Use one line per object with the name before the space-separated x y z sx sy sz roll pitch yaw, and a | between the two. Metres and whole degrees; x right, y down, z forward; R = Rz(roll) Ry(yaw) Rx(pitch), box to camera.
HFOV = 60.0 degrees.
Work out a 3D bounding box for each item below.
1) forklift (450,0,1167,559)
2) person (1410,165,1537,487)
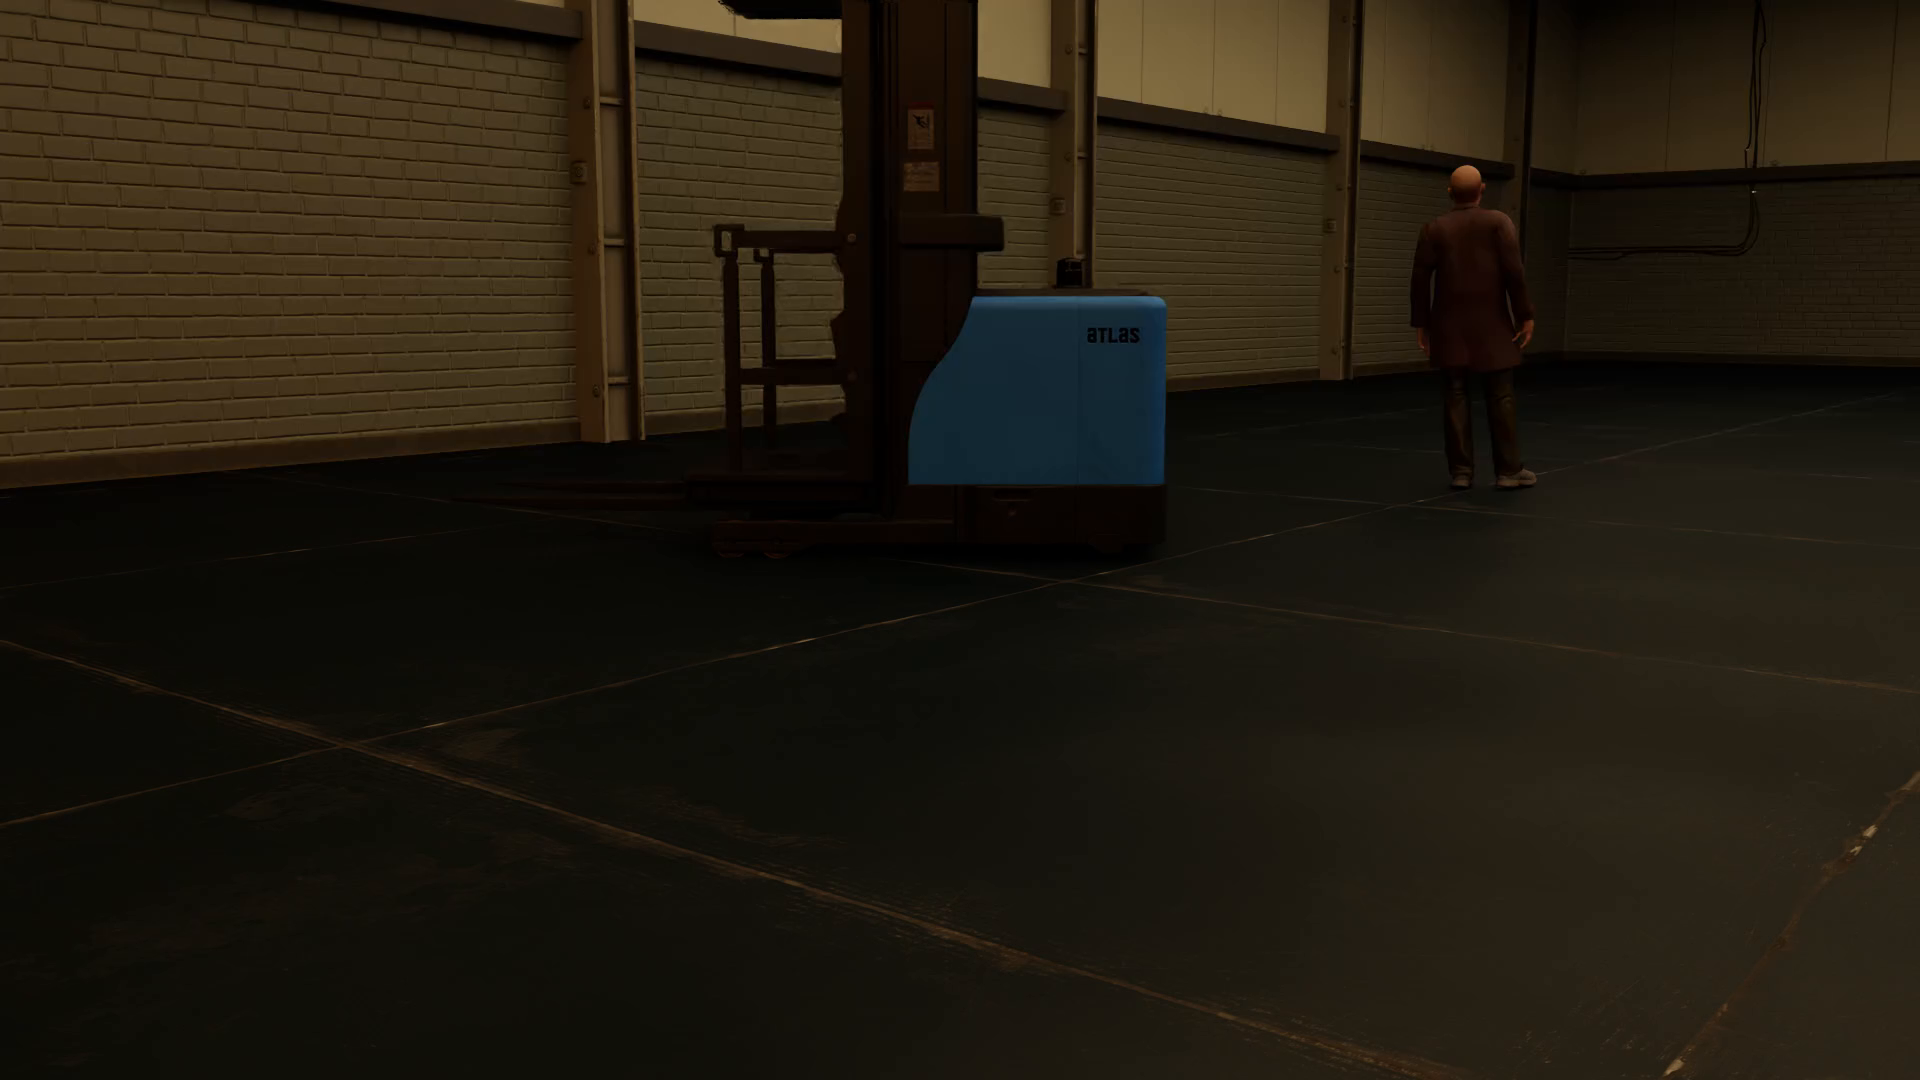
forklift | -0.645 -1.446 7.166 3.031 2.935 1.130 0 8 2
person | 2.897 -1.191 9.352 0.698 1.777 0.581 5 10 32
